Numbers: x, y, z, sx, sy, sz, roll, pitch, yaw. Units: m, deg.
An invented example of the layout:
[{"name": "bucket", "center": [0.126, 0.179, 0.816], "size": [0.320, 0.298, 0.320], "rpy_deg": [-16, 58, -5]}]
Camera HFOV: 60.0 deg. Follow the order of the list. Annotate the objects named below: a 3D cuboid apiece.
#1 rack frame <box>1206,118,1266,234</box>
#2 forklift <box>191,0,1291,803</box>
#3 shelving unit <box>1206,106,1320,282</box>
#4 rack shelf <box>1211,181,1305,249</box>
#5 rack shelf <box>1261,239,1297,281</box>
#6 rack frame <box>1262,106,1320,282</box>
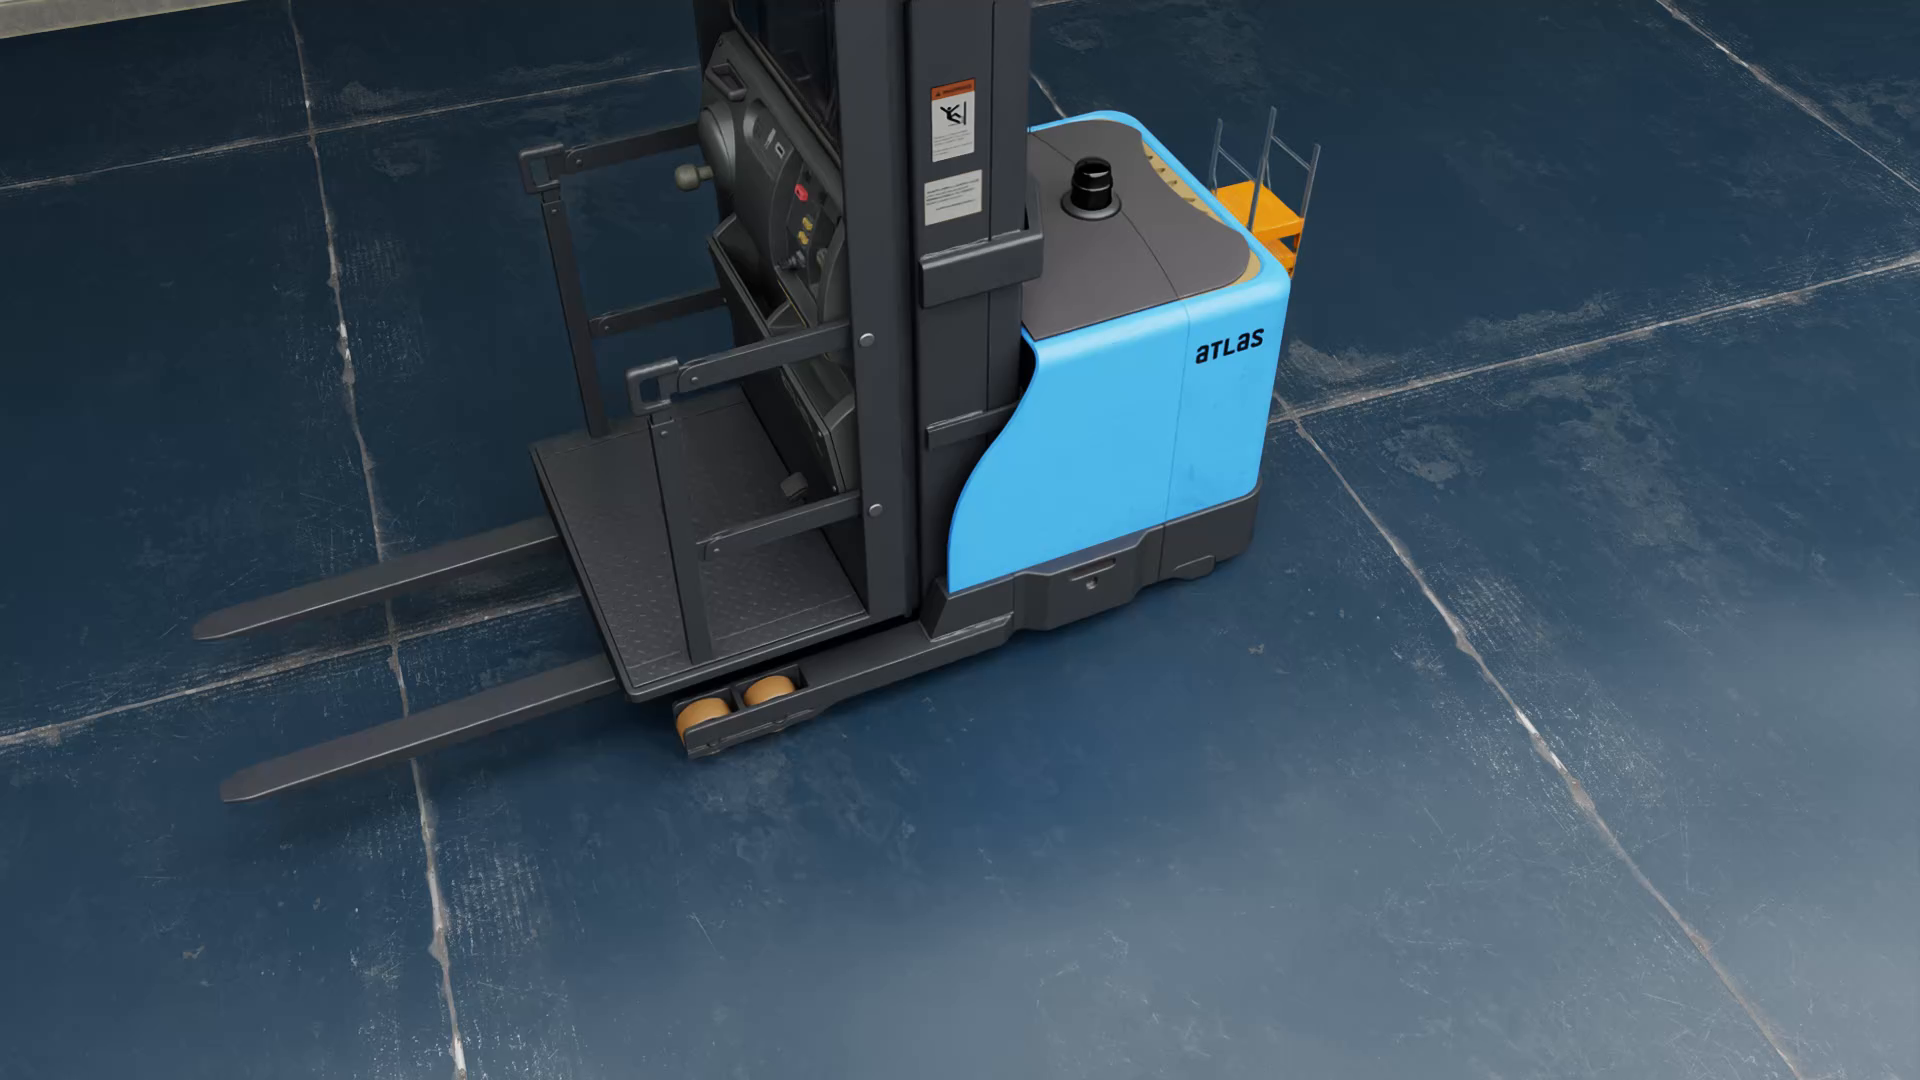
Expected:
[{"name": "rack frame", "center": [0.766, -0.695, 5.084], "size": [0.006, 1.200, 0.240], "rpy_deg": [-17, 48, -20]}, {"name": "forklift", "center": [-0.653, -0.862, 4.040], "size": [3.031, 2.935, 1.130], "rpy_deg": [-18, 48, -17]}, {"name": "shelving unit", "center": [0.849, -0.720, 5.115], "size": [0.189, 1.200, 0.258], "rpy_deg": [-17, 48, -20]}, {"name": "rack shelf", "center": [0.861, -0.947, 4.896], "size": [0.180, 0.103, 0.258], "rpy_deg": [-17, 48, -20]}, {"name": "rack shelf", "center": [0.856, -0.861, 4.980], "size": [0.180, 0.103, 0.258], "rpy_deg": [-17, 48, -20]}, {"name": "rack frame", "center": [0.931, -0.746, 5.146], "size": [0.006, 1.200, 0.240], "rpy_deg": [-17, 48, -20]}]
